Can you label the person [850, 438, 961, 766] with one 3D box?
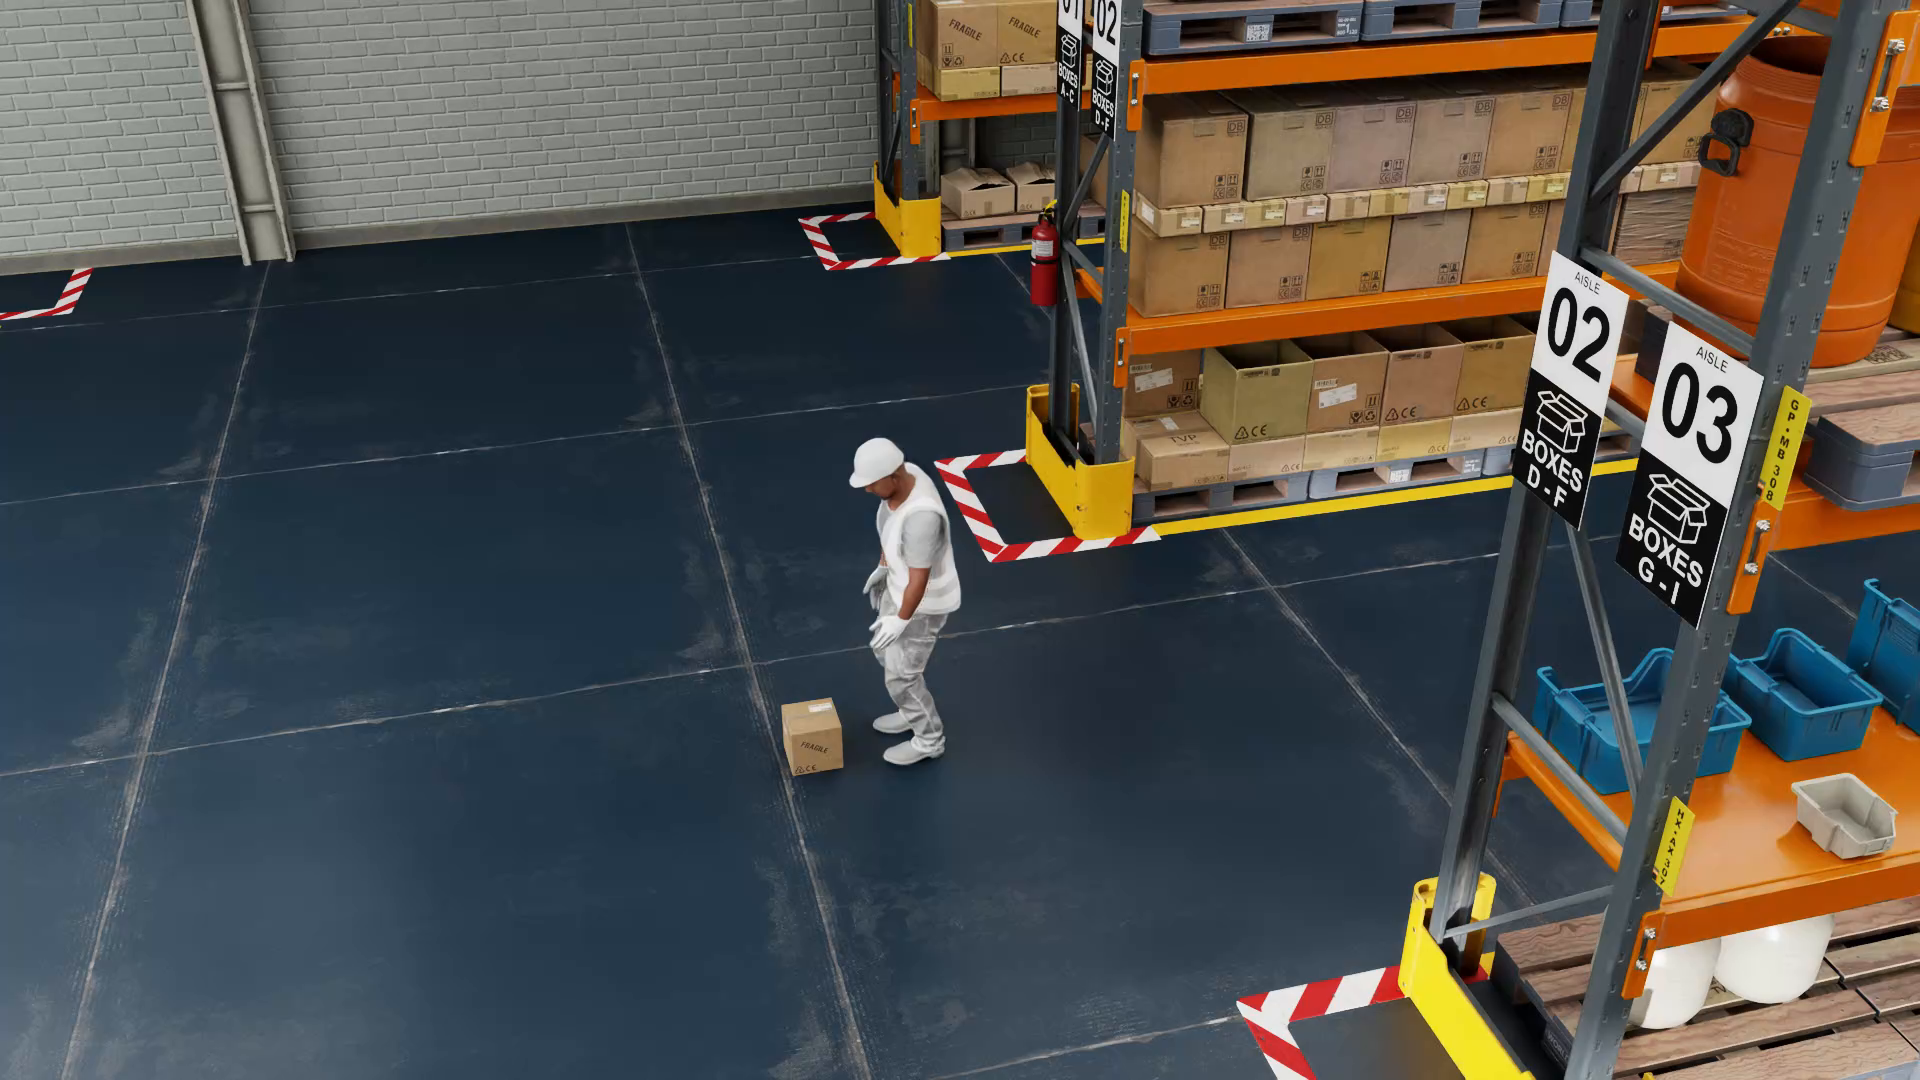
[{"bbox_3d":[-0.251,0.278,7.817,0.497,1.709,0.580,-6,31,-11],"label":"person"}]
